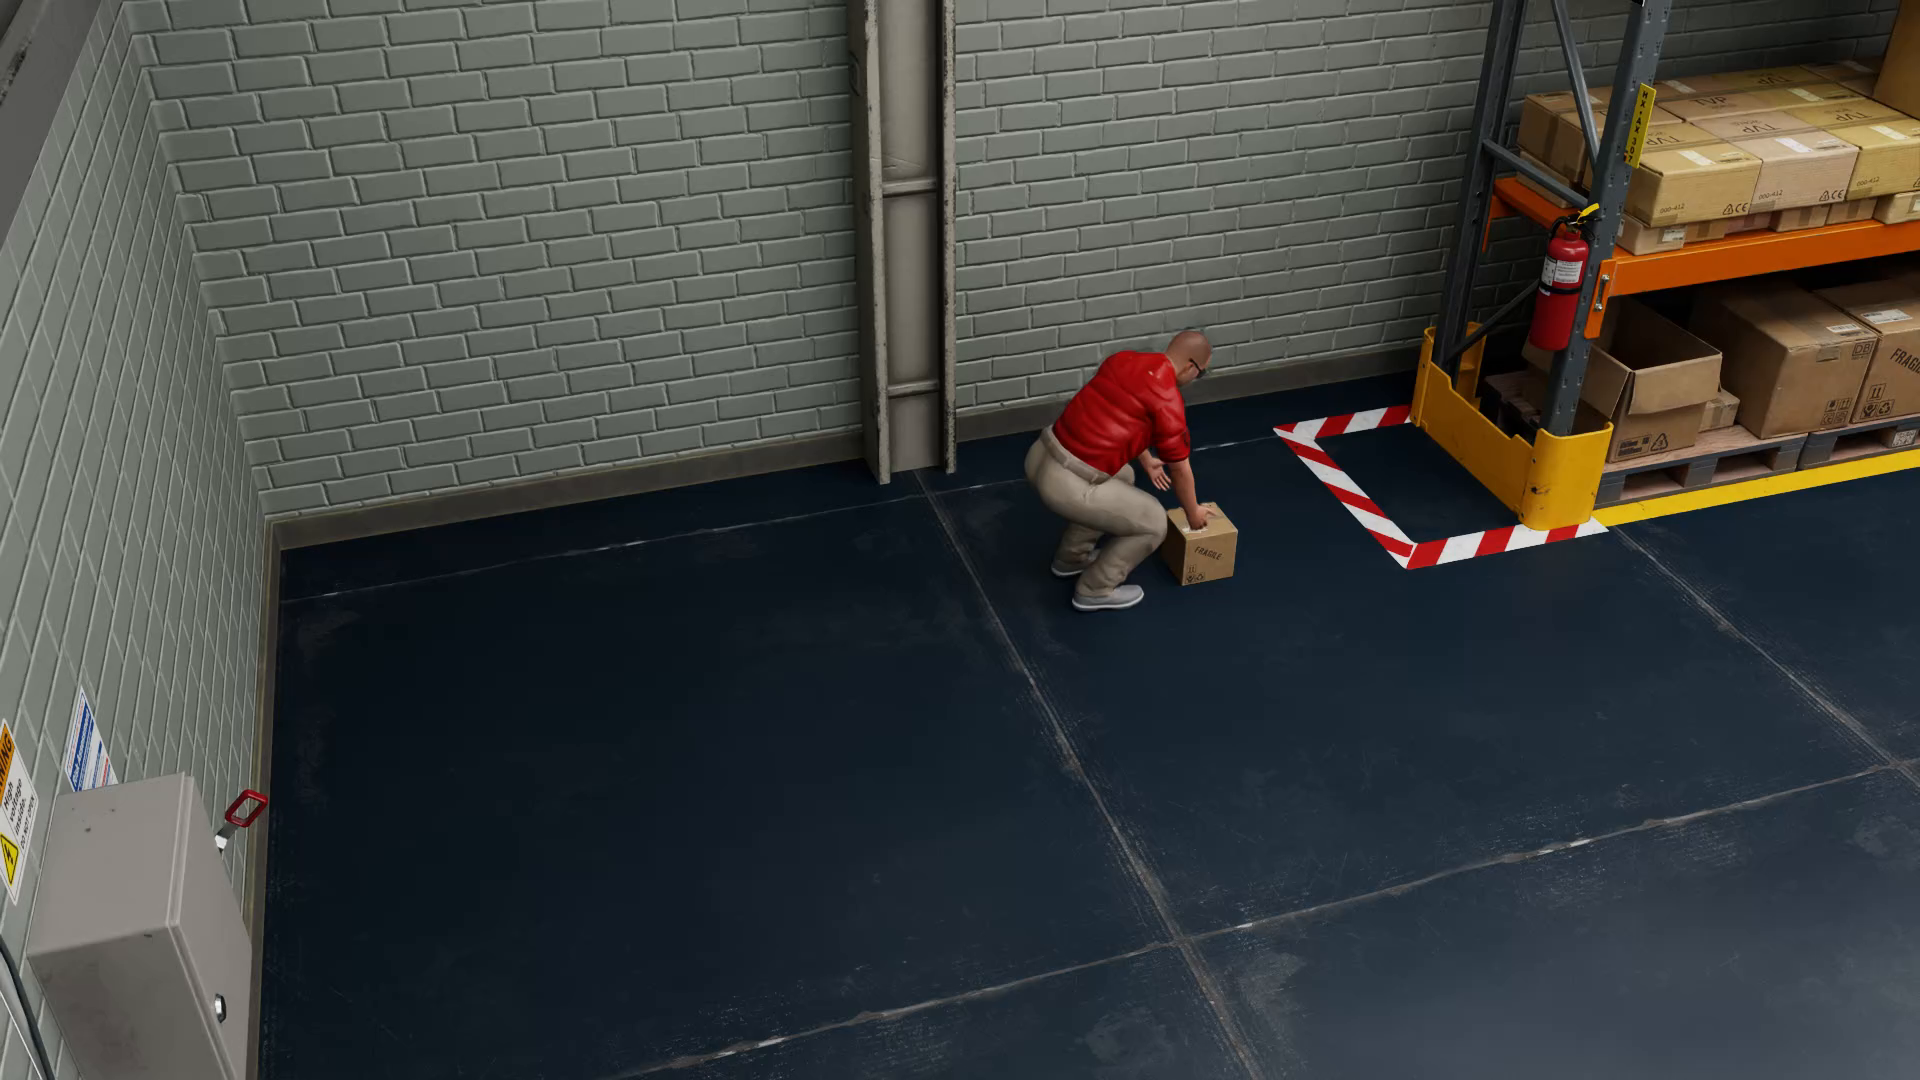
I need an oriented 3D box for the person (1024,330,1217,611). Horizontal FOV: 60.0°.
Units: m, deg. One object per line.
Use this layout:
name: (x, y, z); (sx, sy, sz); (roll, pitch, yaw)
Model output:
person: (0.703, -0.322, 7.147); (0.750, 1.170, 0.578); (-10, 35, -15)
